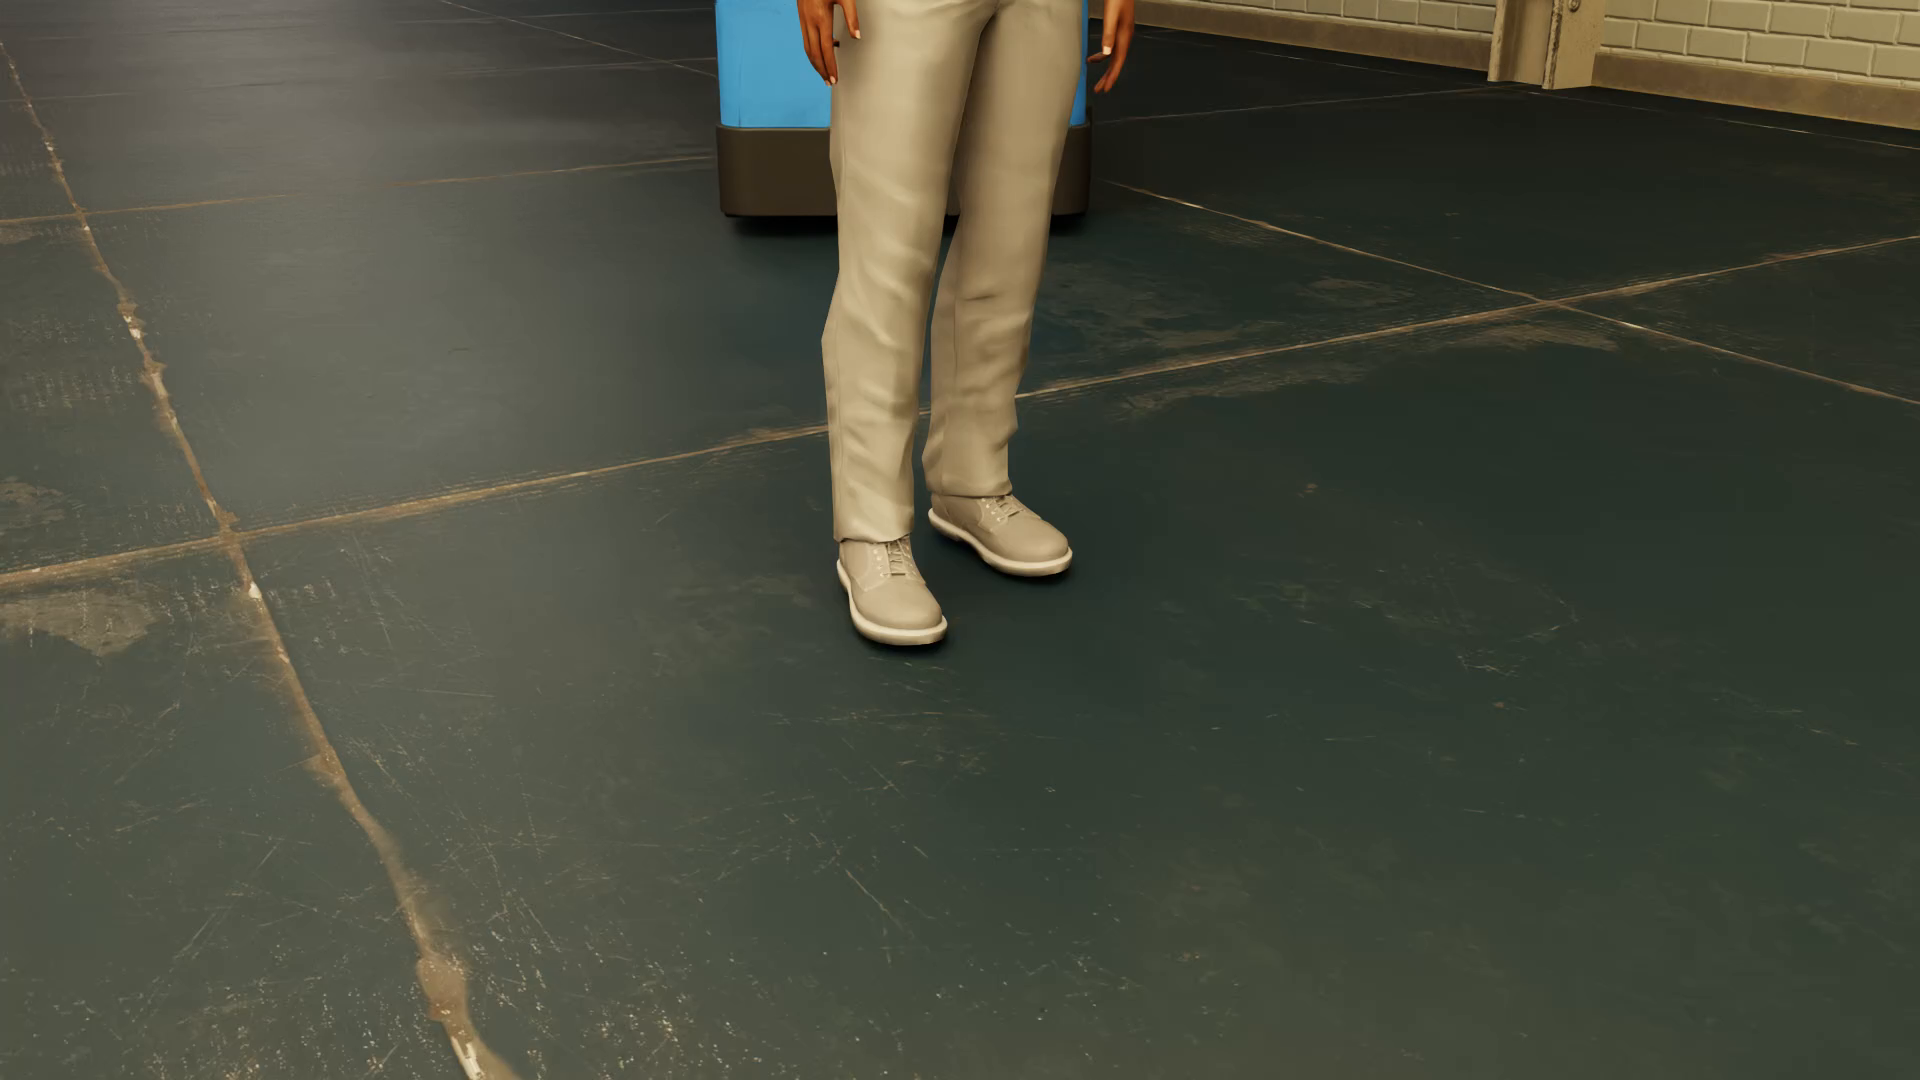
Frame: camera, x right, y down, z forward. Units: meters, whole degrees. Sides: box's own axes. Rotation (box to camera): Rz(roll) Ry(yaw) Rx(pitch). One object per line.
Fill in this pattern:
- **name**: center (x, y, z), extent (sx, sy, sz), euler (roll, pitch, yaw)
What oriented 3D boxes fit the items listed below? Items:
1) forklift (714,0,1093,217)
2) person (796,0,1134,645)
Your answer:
- **forklift**: center (-0.176, -2.771, 5.527), extent (1.130, 2.935, 3.031), euler (0, 22, -1)
- **person**: center (0.020, -0.762, 2.241), extent (0.569, 1.694, 0.530), euler (-12, 25, -28)
